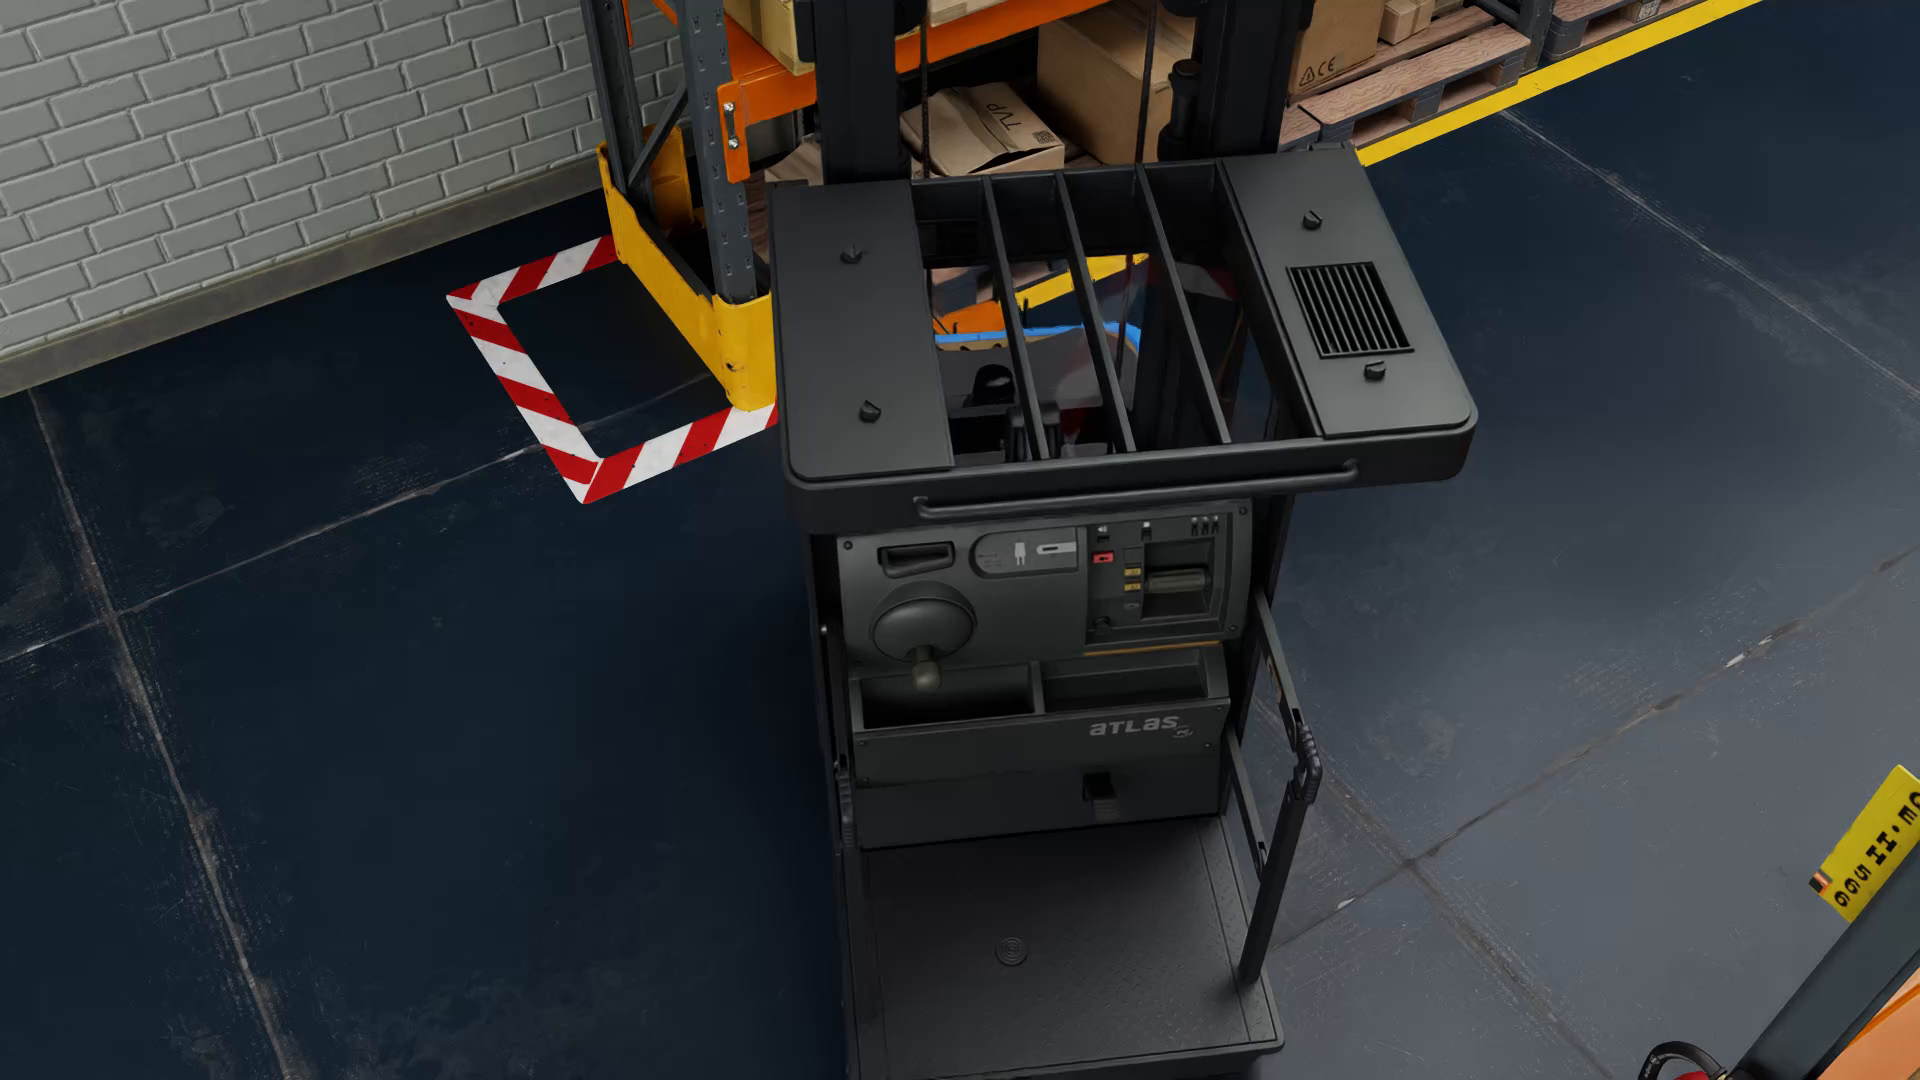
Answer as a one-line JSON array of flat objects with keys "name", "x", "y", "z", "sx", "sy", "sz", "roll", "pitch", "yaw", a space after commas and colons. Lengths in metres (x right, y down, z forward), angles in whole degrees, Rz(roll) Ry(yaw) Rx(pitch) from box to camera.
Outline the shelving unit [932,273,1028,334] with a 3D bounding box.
[{"name": "shelving unit", "x": 0.047, "y": -0.400, "z": 5.403, "sx": 0.252, "sy": 1.050, "sz": 0.215, "roll": -22, "pitch": 52, "yaw": -18}]

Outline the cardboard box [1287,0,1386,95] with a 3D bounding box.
[{"name": "cardboard box", "x": 1.488, "y": -2.334, "z": 7.199, "sx": 0.500, "sy": 0.500, "sz": 0.500, "roll": -29, "pitch": 54, "yaw": -23}]

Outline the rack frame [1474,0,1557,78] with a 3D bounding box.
[{"name": "rack frame", "x": 2.345, "y": -3.458, "z": 6.821, "sx": 0.127, "sy": 3.000, "sz": 1.000, "roll": -25, "pitch": 53, "yaw": -21}]

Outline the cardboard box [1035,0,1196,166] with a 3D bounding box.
[{"name": "cardboard box", "x": 0.724, "y": -1.886, "z": 6.800, "sx": 0.500, "sy": 0.500, "sz": 0.700, "roll": -28, "pitch": 54, "yaw": -23}]

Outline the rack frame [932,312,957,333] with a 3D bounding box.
[{"name": "rack frame", "x": -0.060, "y": -0.356, "z": 5.364, "sx": 0.008, "sy": 1.050, "sz": 0.200, "roll": -22, "pitch": 52, "yaw": -18}]

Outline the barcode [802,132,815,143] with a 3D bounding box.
[{"name": "barcode", "x": -0.603, "y": -1.598, "z": 6.664, "sx": 0.075, "sy": 0.075, "sz": 0.001, "roll": -25, "pitch": 53, "yaw": -21}]

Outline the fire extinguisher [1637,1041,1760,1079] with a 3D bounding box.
[{"name": "fire extinguisher", "x": 1.260, "y": 1.043, "z": 2.865, "sx": 0.183, "sy": 0.674, "sz": 0.296, "roll": -25, "pitch": 53, "yaw": -21}]

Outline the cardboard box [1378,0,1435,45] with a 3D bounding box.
[{"name": "cardboard box", "x": 1.908, "y": -2.430, "z": 7.508, "sx": 0.250, "sy": 0.166, "sz": 0.380, "roll": -32, "pitch": 56, "yaw": -25}]

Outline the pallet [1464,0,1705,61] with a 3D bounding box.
[{"name": "pallet", "x": 3.003, "y": -2.842, "z": 8.139, "sx": 1.213, "sy": 0.211, "sz": 1.003, "roll": -25, "pitch": 53, "yaw": -21}]

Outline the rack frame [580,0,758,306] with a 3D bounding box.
[{"name": "rack frame", "x": -1.038, "y": -1.864, "z": 5.401, "sx": 0.127, "sy": 3.000, "sz": 1.000, "roll": -25, "pitch": 53, "yaw": -21}]

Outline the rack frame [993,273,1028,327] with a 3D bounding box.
[{"name": "rack frame", "x": 0.155, "y": -0.443, "z": 5.442, "sx": 0.008, "sy": 1.050, "sz": 0.200, "roll": -22, "pitch": 52, "yaw": -18}]

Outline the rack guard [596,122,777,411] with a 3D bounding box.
[{"name": "rack guard", "x": -0.974, "y": -1.063, "z": 6.362, "sx": 0.348, "sy": 0.500, "sz": 1.175, "roll": -25, "pitch": 53, "yaw": -21}]

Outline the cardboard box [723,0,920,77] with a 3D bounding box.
[{"name": "cardboard box", "x": -0.456, "y": -1.815, "z": 5.444, "sx": 0.500, "sy": 0.250, "sz": 0.500, "roll": -27, "pitch": 54, "yaw": -22}]

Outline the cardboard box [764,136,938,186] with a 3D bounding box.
[{"name": "cardboard box", "x": -0.405, "y": -1.335, "z": 6.436, "sx": 0.500, "sy": 0.311, "sz": 0.500, "roll": -31, "pitch": 55, "yaw": -25}]

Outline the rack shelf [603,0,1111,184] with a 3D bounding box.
[{"name": "rack shelf", "x": 0.653, "y": -2.422, "z": 6.380, "sx": 4.000, "sy": 0.370, "sz": 1.077, "roll": -25, "pitch": 53, "yaw": -21}]

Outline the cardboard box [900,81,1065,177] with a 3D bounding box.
[{"name": "cardboard box", "x": 0.077, "y": -1.562, "z": 6.638, "sx": 0.500, "sy": 0.311, "sz": 0.500, "roll": -21, "pitch": 52, "yaw": -18}]

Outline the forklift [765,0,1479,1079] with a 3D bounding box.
[{"name": "forklift", "x": 0.222, "y": 0.219, "z": 3.592, "sx": 1.130, "sy": 2.935, "sz": 3.031, "roll": -5, "pitch": 49, "yaw": -4}]

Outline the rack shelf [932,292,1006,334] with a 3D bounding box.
[{"name": "rack shelf", "x": 0.047, "y": -0.581, "z": 5.199, "sx": 0.240, "sy": 0.259, "sz": 0.215, "roll": -22, "pitch": 52, "yaw": -18}]

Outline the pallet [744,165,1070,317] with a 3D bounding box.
[{"name": "pallet", "x": -0.268, "y": -1.268, "z": 6.738, "sx": 1.213, "sy": 0.211, "sz": 1.003, "roll": -25, "pitch": 53, "yaw": -21}]

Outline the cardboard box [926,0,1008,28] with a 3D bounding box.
[{"name": "cardboard box", "x": -0.024, "y": -2.031, "z": 5.637, "sx": 0.500, "sy": 0.250, "sz": 0.500, "roll": -27, "pitch": 54, "yaw": -22}]

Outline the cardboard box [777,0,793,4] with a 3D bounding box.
[{"name": "cardboard box", "x": -0.474, "y": -2.070, "z": 5.170, "sx": 0.500, "sy": 0.500, "sz": 0.500, "roll": -25, "pitch": 53, "yaw": -21}]

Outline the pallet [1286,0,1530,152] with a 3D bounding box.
[{"name": "pallet", "x": 1.796, "y": -2.240, "z": 7.604, "sx": 1.213, "sy": 0.211, "sz": 1.003, "roll": -25, "pitch": 53, "yaw": -21}]

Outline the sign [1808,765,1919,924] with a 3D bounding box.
[{"name": "sign", "x": 1.330, "y": 0.451, "z": 2.406, "sx": 0.005, "sy": 0.325, "sz": 0.100, "roll": -25, "pitch": 53, "yaw": -21}]

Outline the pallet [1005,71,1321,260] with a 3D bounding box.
[{"name": "pallet", "x": 0.763, "y": -1.751, "z": 7.168, "sx": 1.213, "sy": 0.211, "sz": 1.003, "roll": -25, "pitch": 53, "yaw": -21}]

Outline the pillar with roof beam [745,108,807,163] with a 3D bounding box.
[{"name": "pillar with roof beam", "x": 1.389, "y": -1.965, "z": 1.474, "sx": 0.400, "sy": 9.000, "sz": 9.100, "roll": -25, "pitch": 53, "yaw": -21}]
